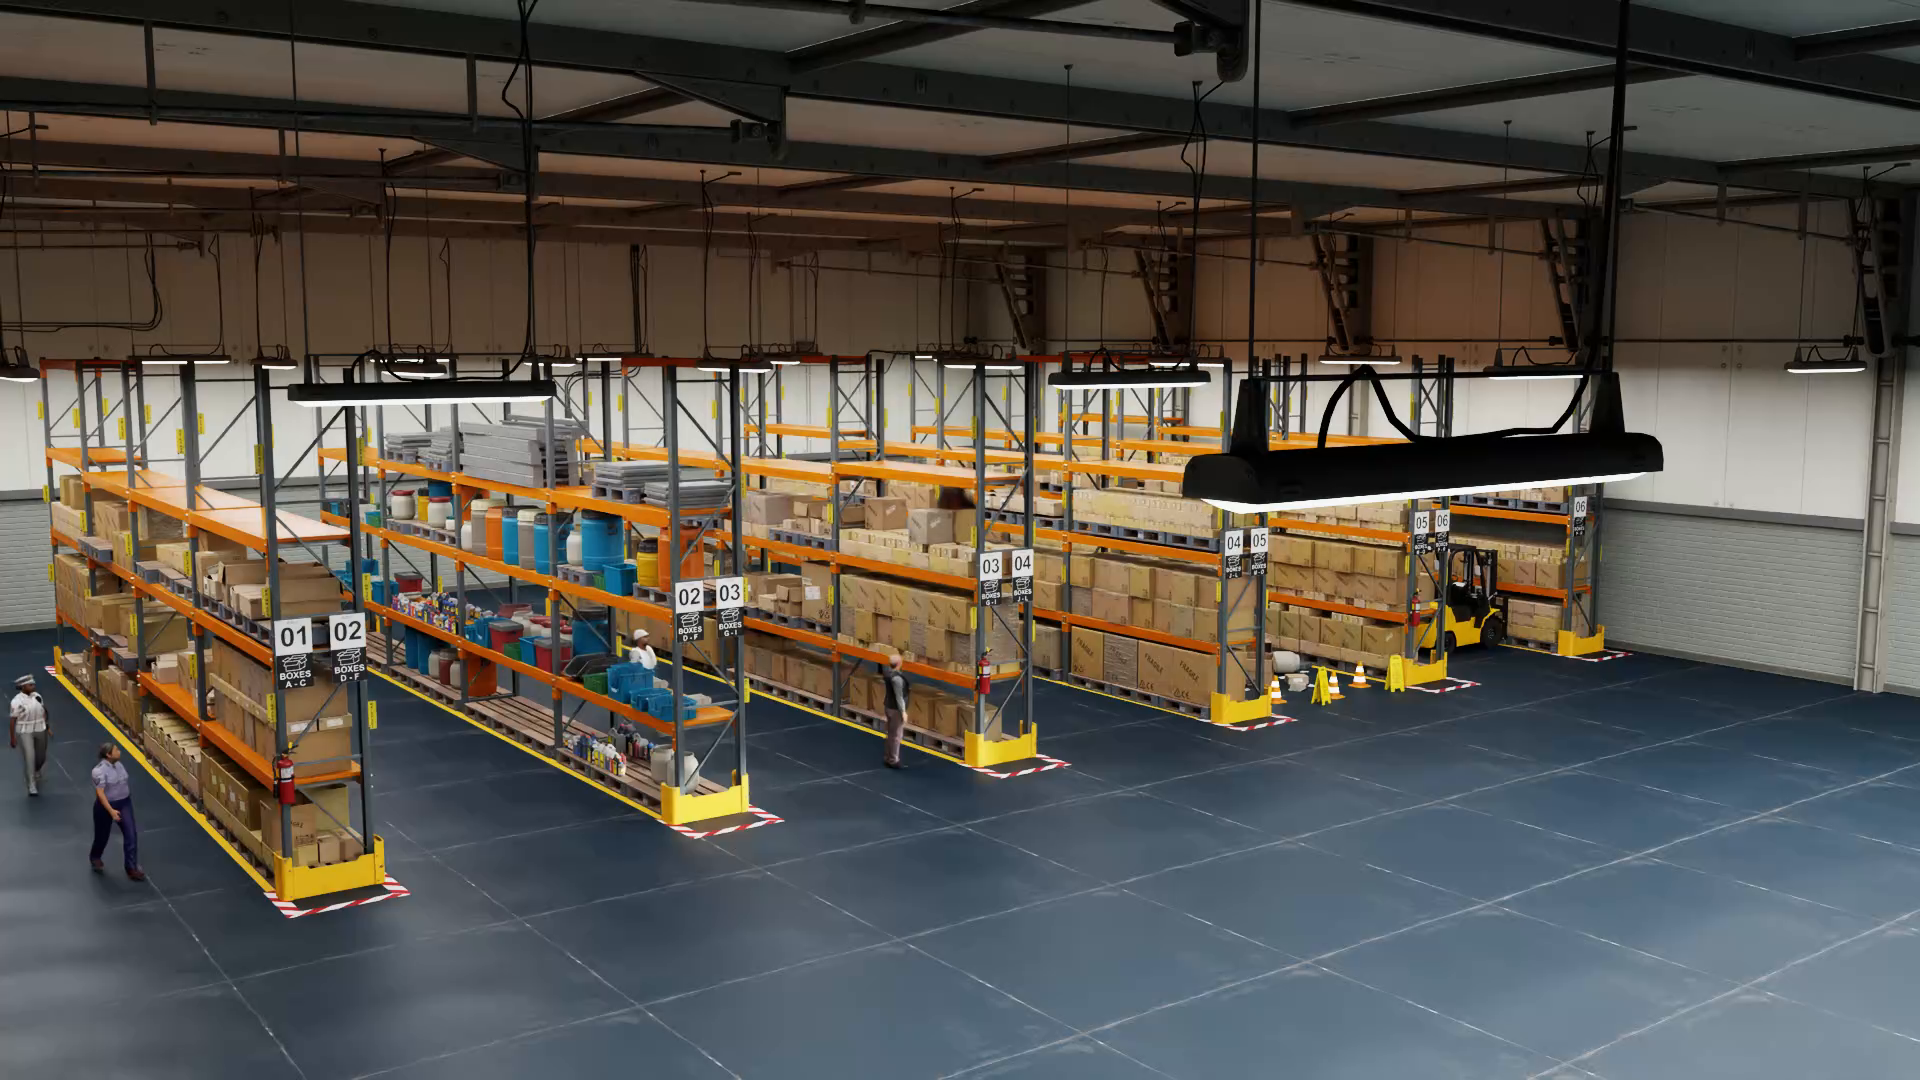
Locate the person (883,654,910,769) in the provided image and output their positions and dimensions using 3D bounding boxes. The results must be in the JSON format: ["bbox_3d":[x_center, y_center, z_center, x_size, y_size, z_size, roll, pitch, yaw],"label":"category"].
[{"bbox_3d":[-0.945,2.529,24.636,0.374,1.716,0.582,-2,7,-15],"label":"person"}]

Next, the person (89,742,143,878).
[{"bbox_3d":[-10.054,3.175,19.707,0.940,1.601,0.441,6,9,43],"label":"person"}]

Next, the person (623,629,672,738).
[{"bbox_3d":[-5.005,2.284,26.547,0.564,1.730,1.069,-7,10,-44],"label":"person"}]

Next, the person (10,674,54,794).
[{"bbox_3d":[-13.127,2.699,23.480,0.534,1.634,0.931,-6,9,-41],"label":"person"}]
